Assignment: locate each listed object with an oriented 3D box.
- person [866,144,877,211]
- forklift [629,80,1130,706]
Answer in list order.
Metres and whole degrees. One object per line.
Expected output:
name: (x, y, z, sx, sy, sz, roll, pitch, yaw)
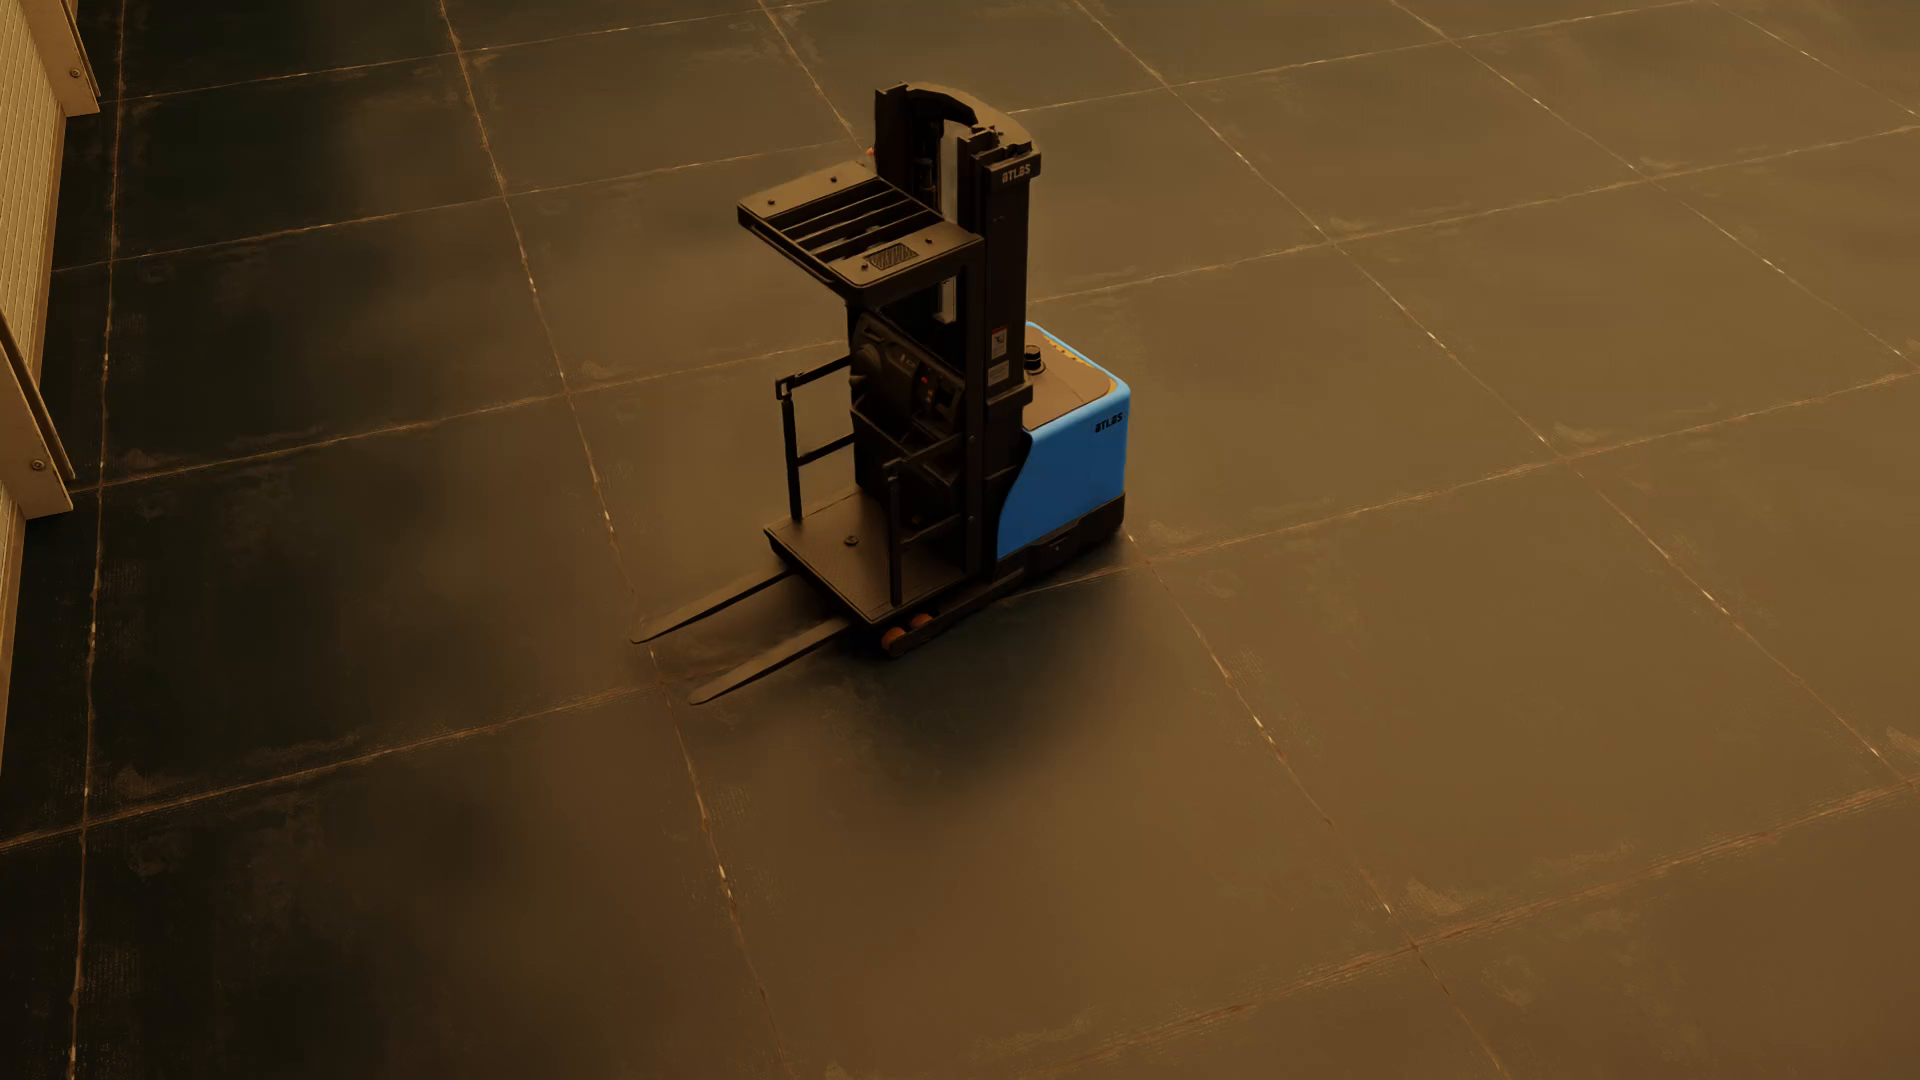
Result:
person: (-0.464, -2.533, 12.124, 0.433, 1.535, 0.838, -8, 41, -9)
forklift: (-0.457, -0.844, 9.002, 3.031, 2.935, 1.130, -27, 47, -29)
